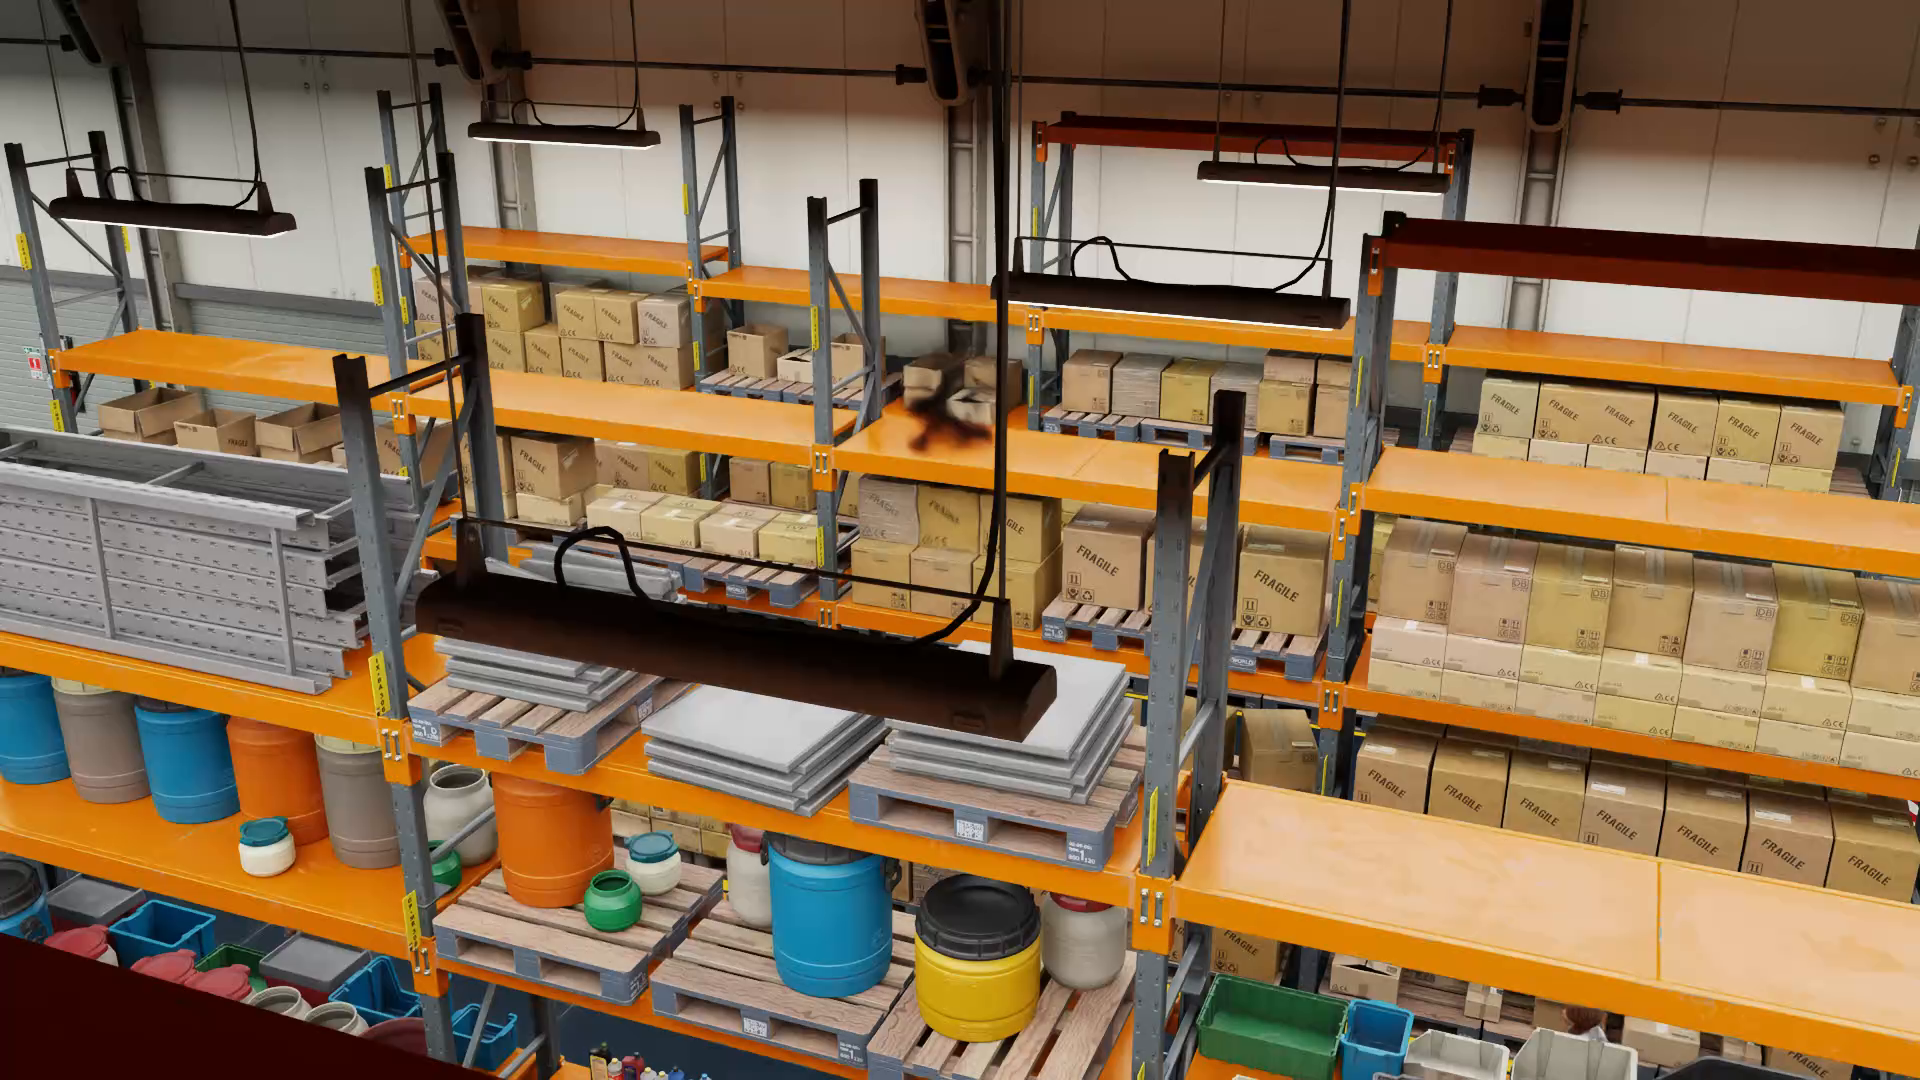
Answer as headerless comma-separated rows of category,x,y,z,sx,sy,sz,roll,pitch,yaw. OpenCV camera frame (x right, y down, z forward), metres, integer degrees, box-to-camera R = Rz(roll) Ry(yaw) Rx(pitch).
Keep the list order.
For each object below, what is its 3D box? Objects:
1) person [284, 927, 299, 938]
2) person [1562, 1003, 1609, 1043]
person,-4.592,2.962,12.107,0.760,1.843,0.670,7,22,18
person,3.933,3.605,10.628,0.817,1.597,0.547,7,22,18
